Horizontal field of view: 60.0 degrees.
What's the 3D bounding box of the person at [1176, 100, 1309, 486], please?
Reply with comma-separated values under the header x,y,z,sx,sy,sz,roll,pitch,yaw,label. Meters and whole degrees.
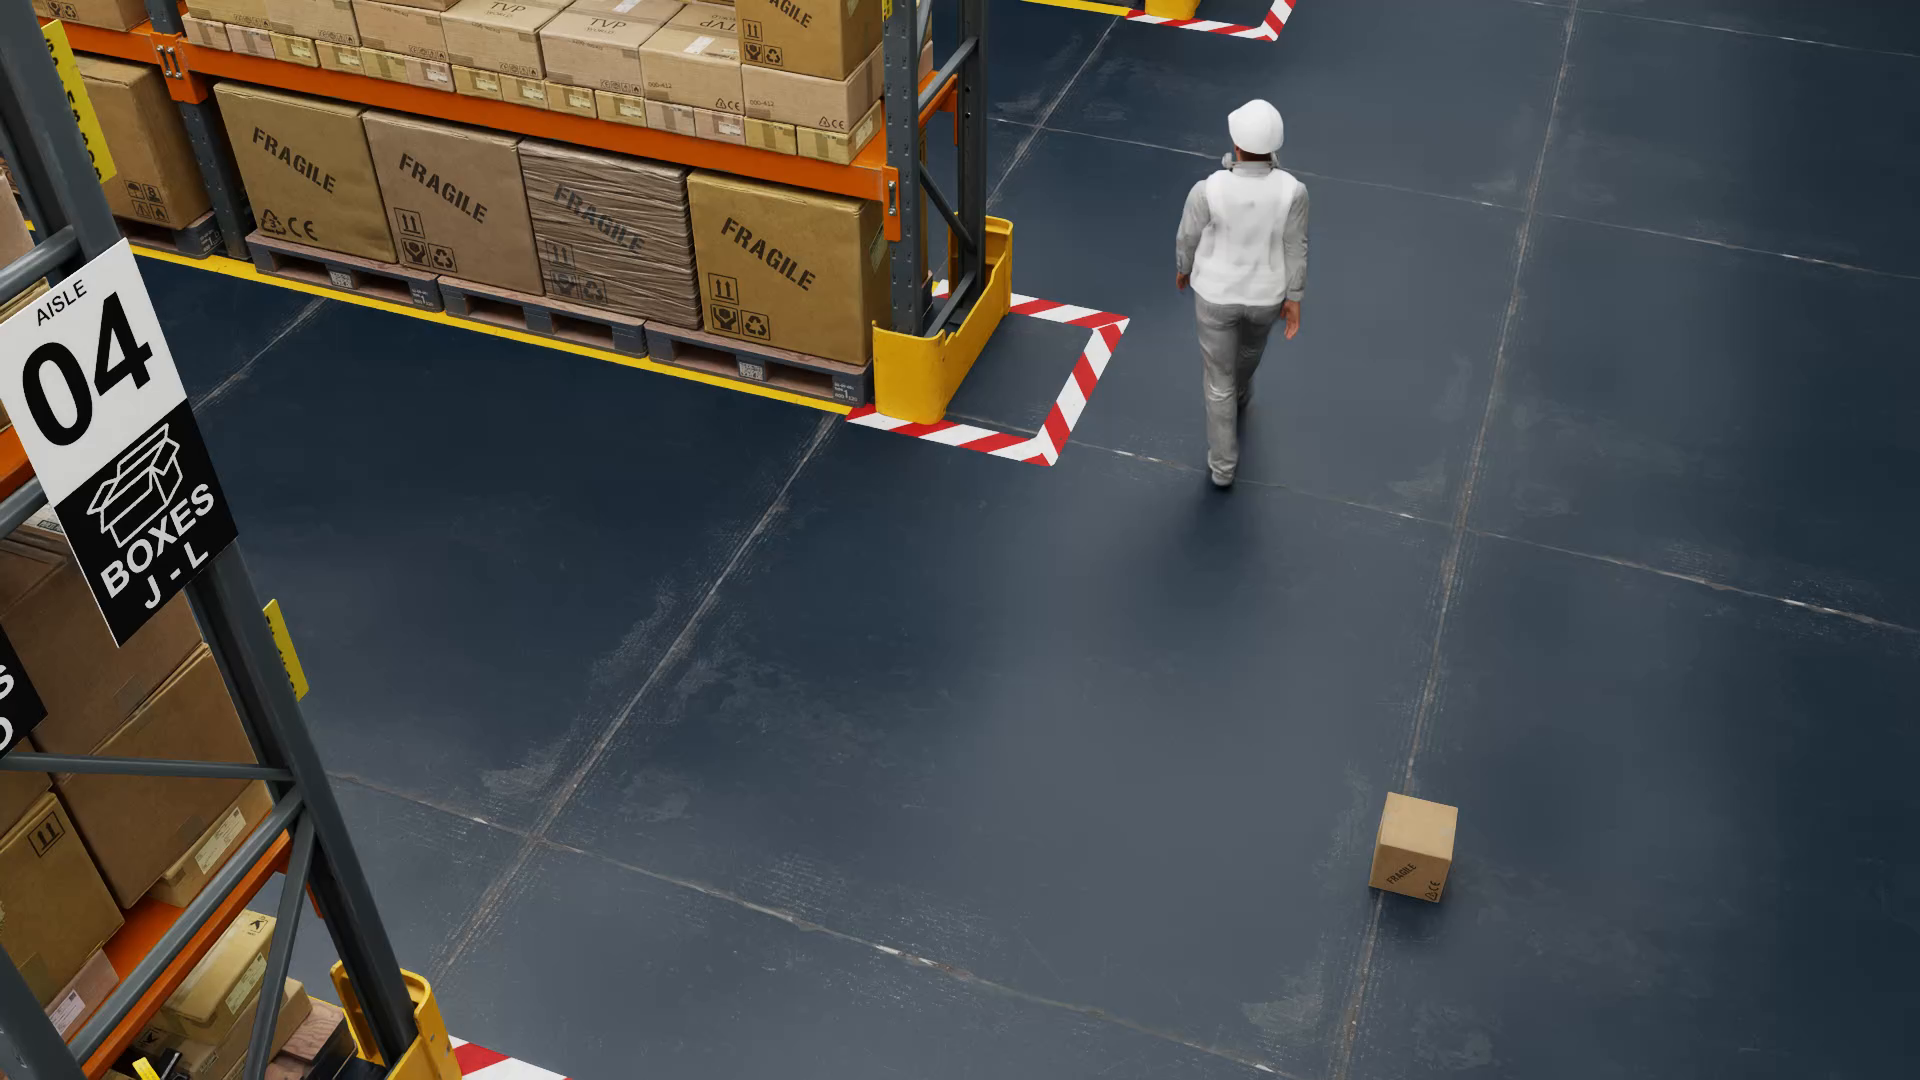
x,y,z,sx,sy,sz,roll,pitch,yaw,label
1.226,-1.189,7.479,0.556,1.727,0.978,-2,41,-2,person
